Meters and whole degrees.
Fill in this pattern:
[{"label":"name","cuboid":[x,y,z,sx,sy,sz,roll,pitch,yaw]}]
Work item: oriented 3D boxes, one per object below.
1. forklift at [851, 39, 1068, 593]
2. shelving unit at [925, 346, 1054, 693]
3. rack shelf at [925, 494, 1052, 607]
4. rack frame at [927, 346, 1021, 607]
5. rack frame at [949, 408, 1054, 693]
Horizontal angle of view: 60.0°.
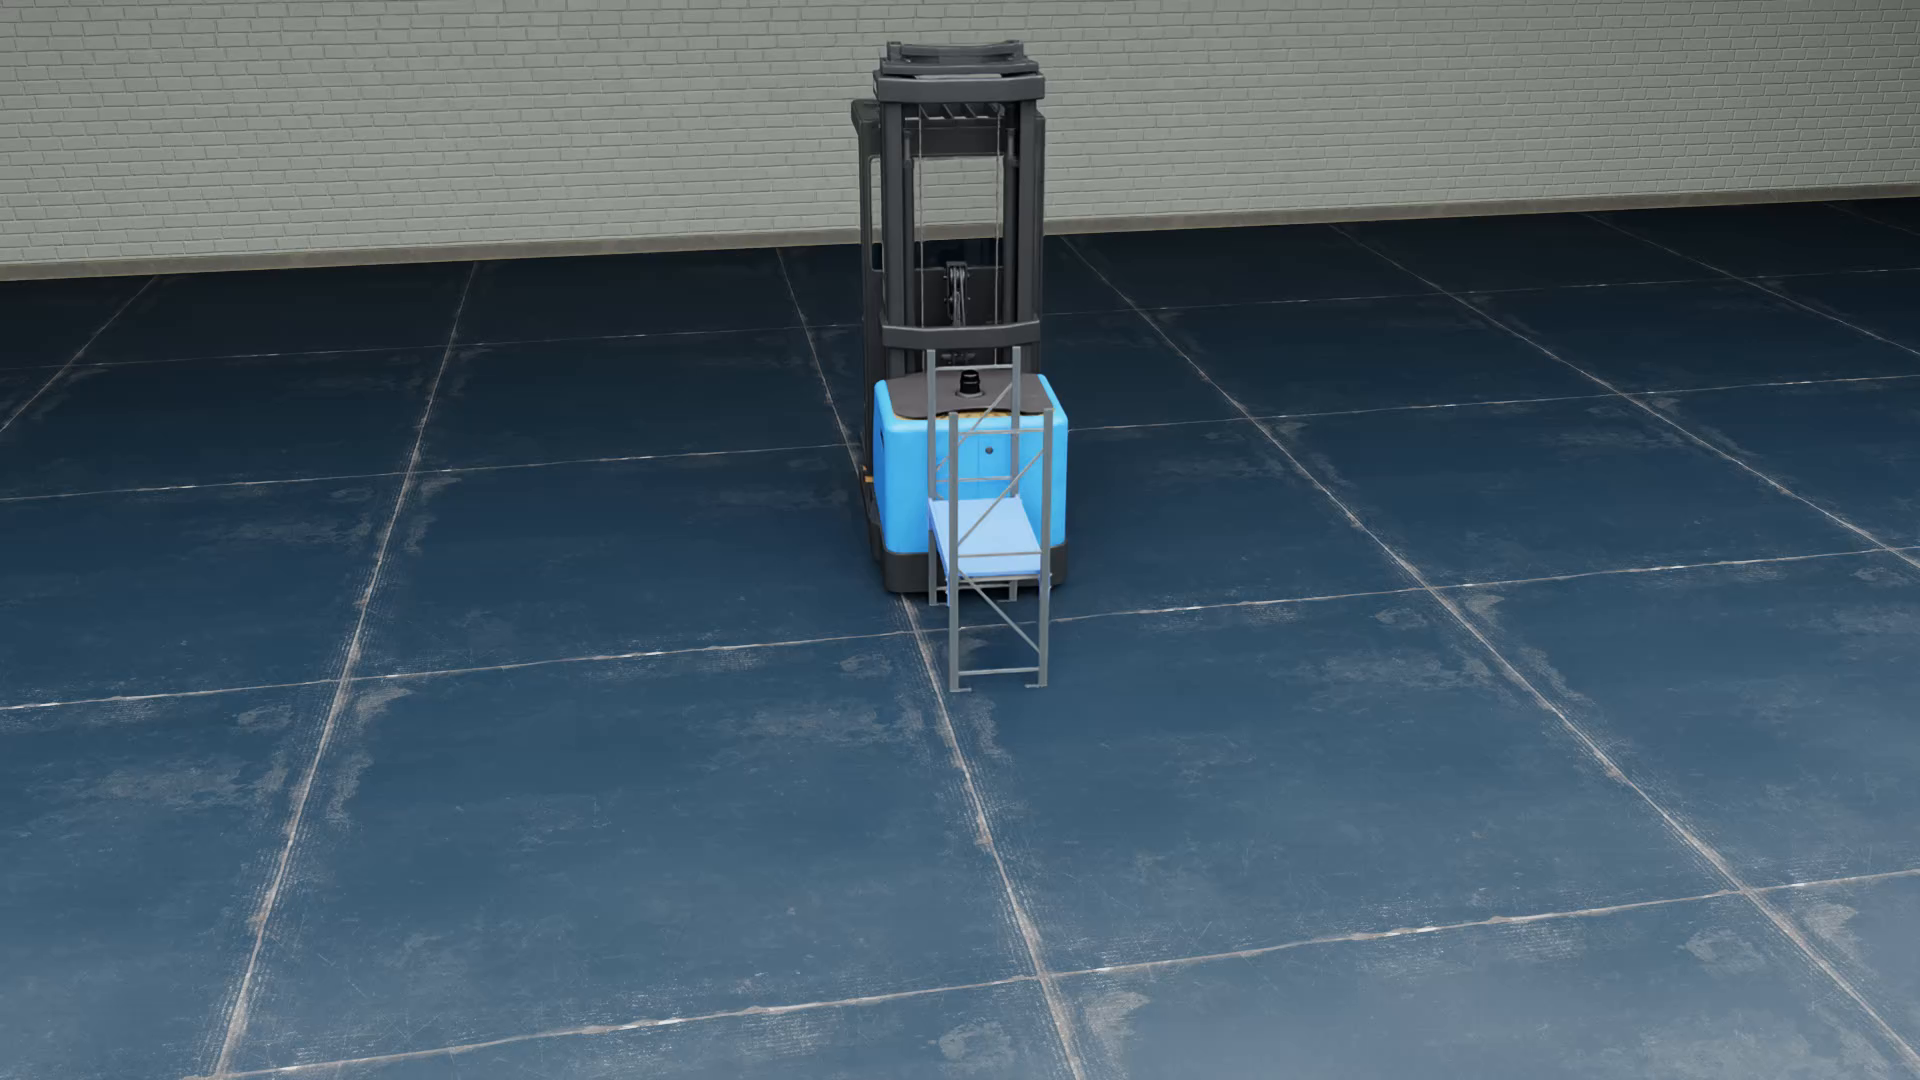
[{"label":"forklift","cuboid":[-0.077,-1.600,10.252,1.130,2.935,3.031,-3,24,-6]},{"label":"shelving unit","cuboid":[0.135,-0.127,8.667,0.538,1.500,1.048,-3,24,-6]},{"label":"rack shelf","cuboid":[0.135,0.038,8.739,0.538,0.185,1.000,-3,24,-6]},{"label":"rack frame","cuboid":[0.074,-0.329,9.129,0.500,1.500,0.032,-3,24,-6]},{"label":"rack frame","cuboid":[0.196,0.075,8.204,0.500,1.500,0.032,-3,24,-6]}]
